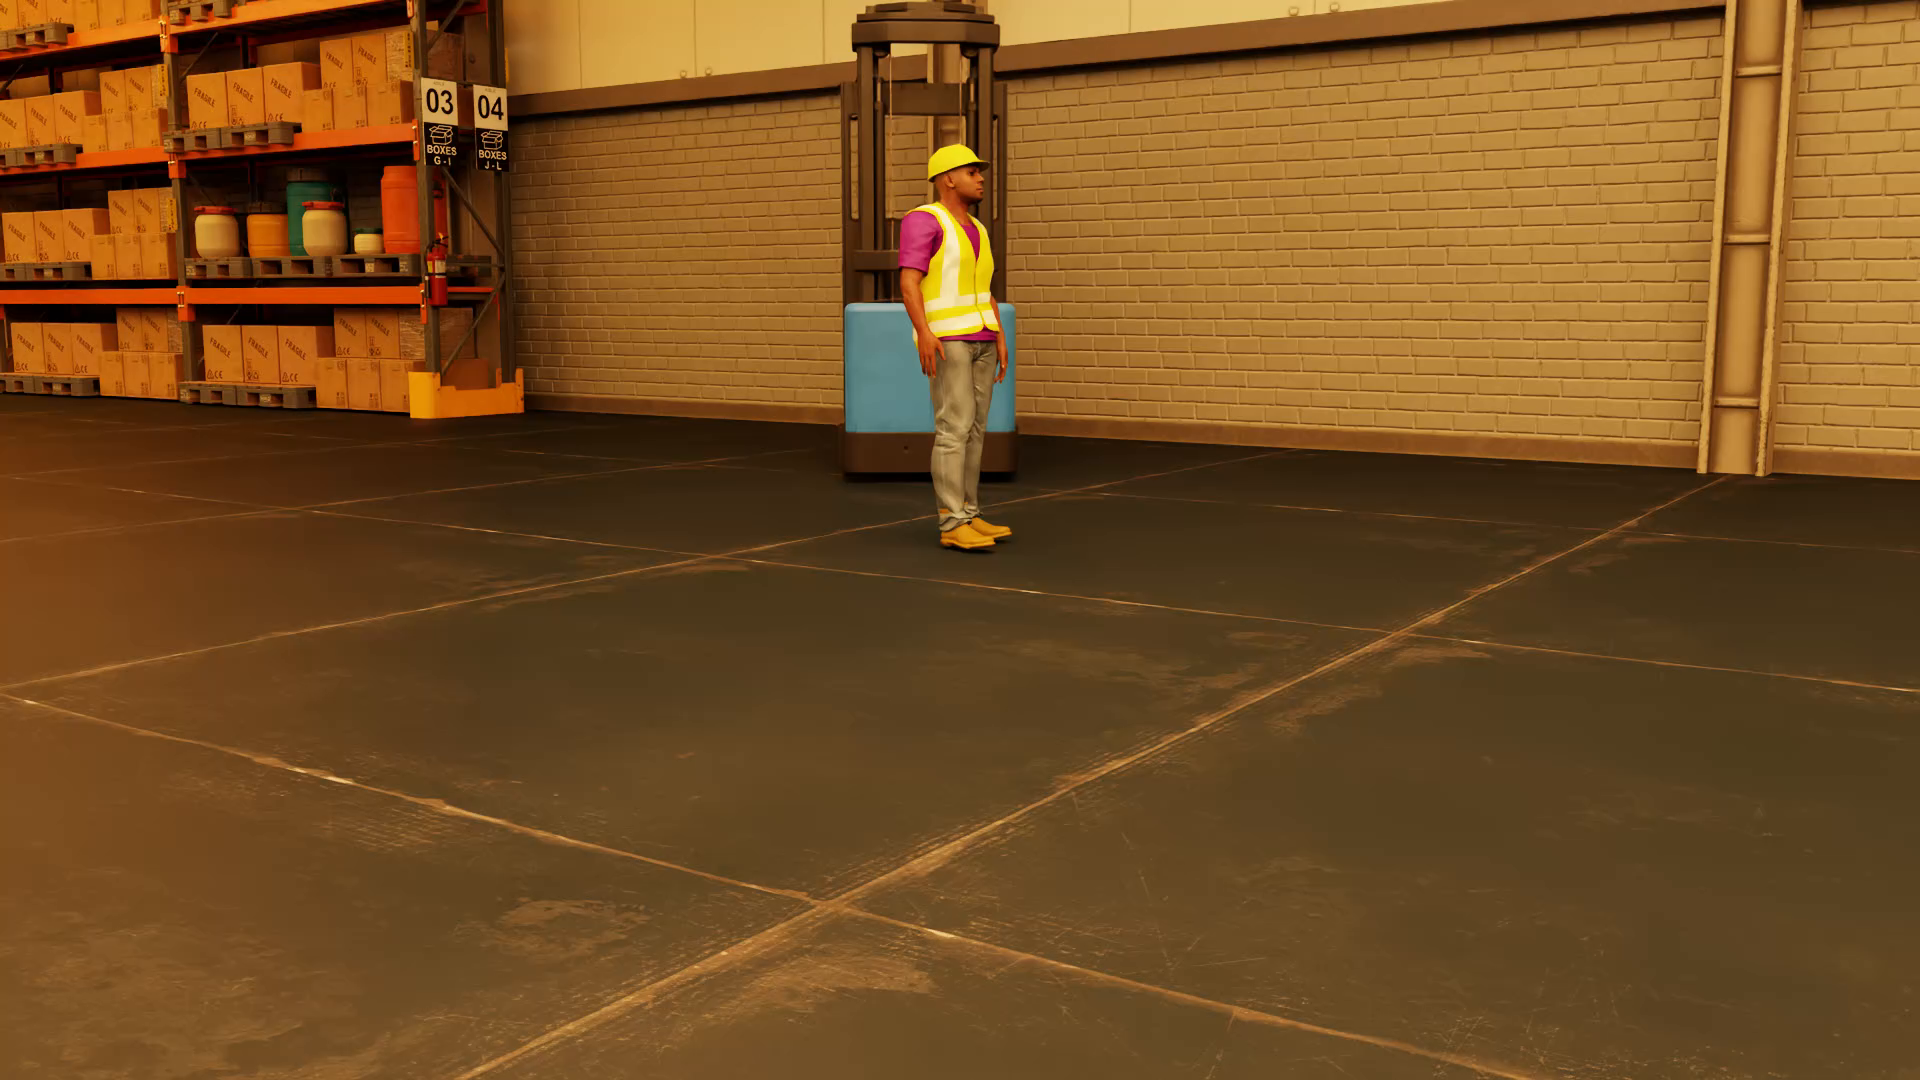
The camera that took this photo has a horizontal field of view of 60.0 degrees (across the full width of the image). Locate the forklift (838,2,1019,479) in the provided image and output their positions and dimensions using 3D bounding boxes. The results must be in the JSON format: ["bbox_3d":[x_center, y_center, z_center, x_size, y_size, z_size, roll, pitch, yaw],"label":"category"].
[{"bbox_3d":[-0.249,-1.995,11.223,1.130,2.935,3.031,0,8,-3],"label":"forklift"}]

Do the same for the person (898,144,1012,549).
[{"bbox_3d":[0.055,-0.875,7.435,0.575,1.768,0.666,5,10,34],"label":"person"}]
